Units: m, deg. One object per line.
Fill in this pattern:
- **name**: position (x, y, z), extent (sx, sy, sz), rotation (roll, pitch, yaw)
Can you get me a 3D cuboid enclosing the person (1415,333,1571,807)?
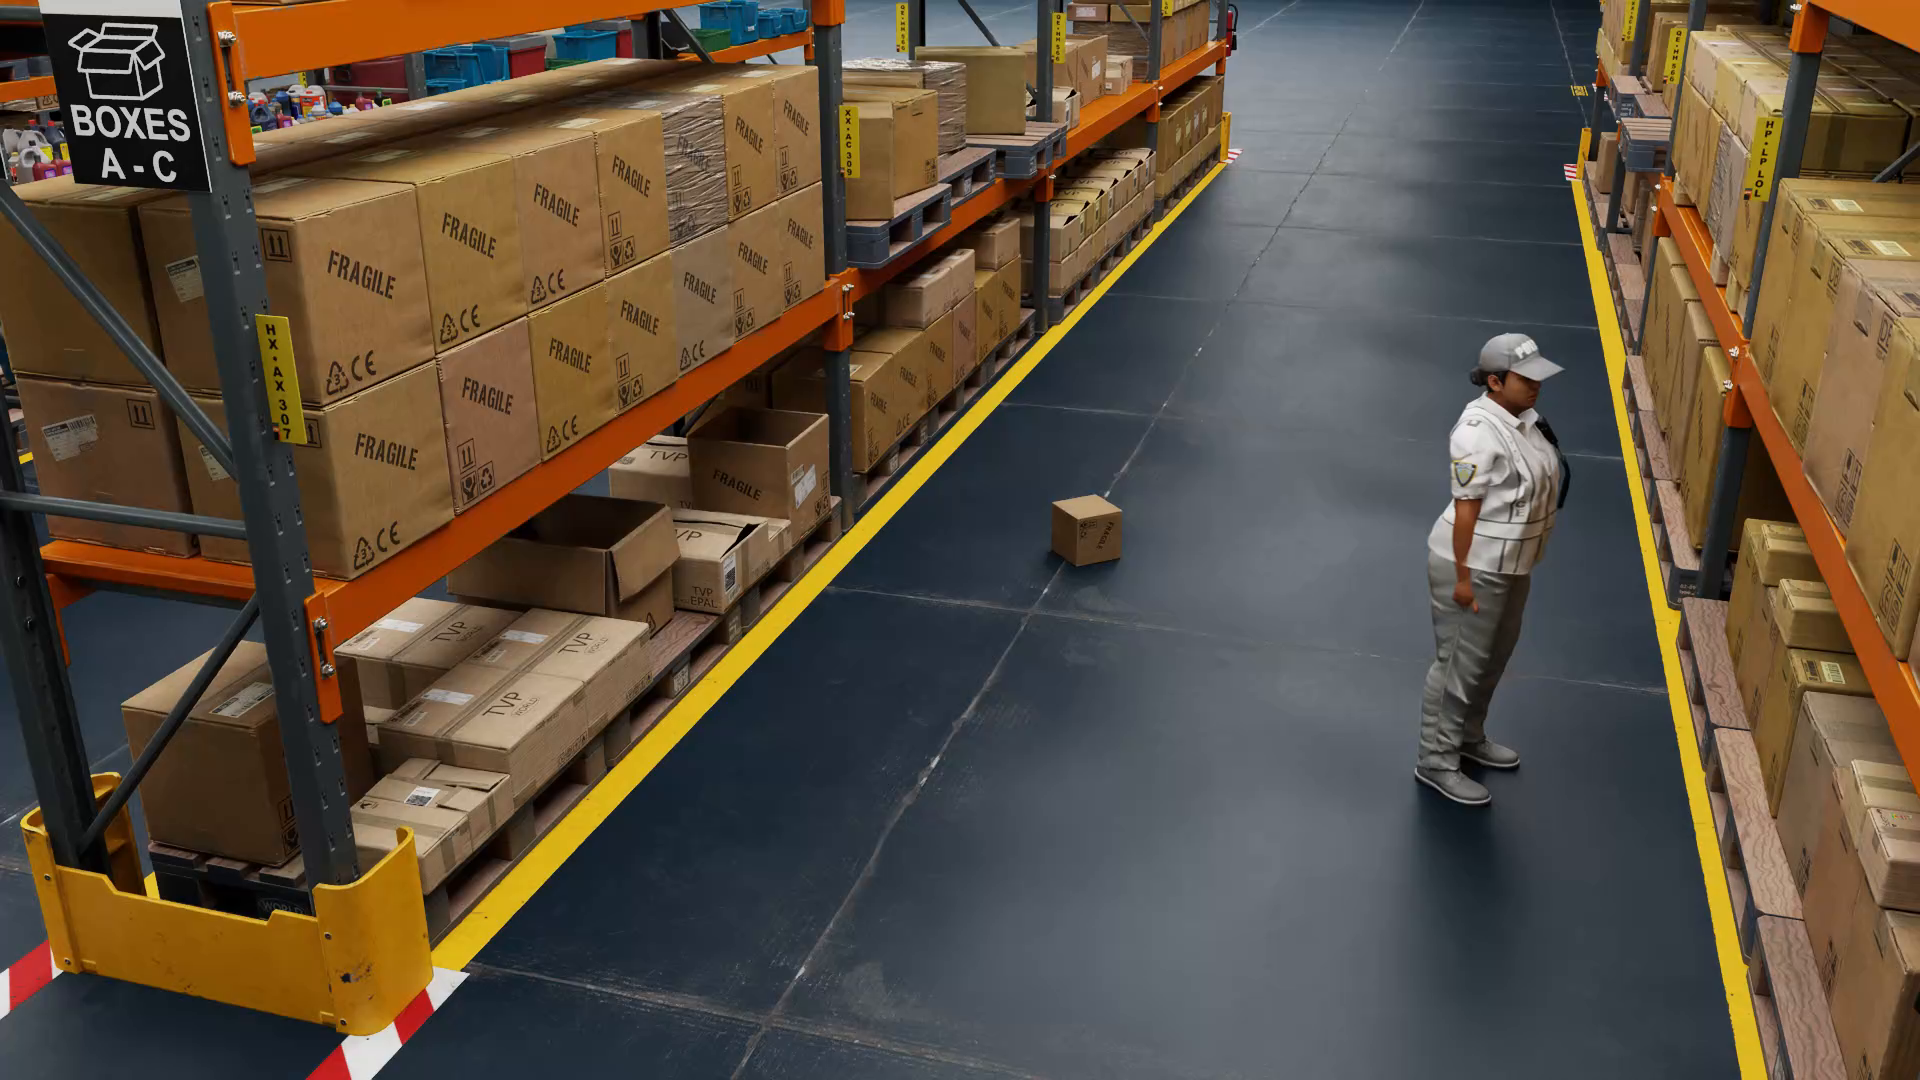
- **person**: position (1.865, 0.087, 5.873), extent (0.393, 1.669, 0.480), rotation (15, 27, 33)
